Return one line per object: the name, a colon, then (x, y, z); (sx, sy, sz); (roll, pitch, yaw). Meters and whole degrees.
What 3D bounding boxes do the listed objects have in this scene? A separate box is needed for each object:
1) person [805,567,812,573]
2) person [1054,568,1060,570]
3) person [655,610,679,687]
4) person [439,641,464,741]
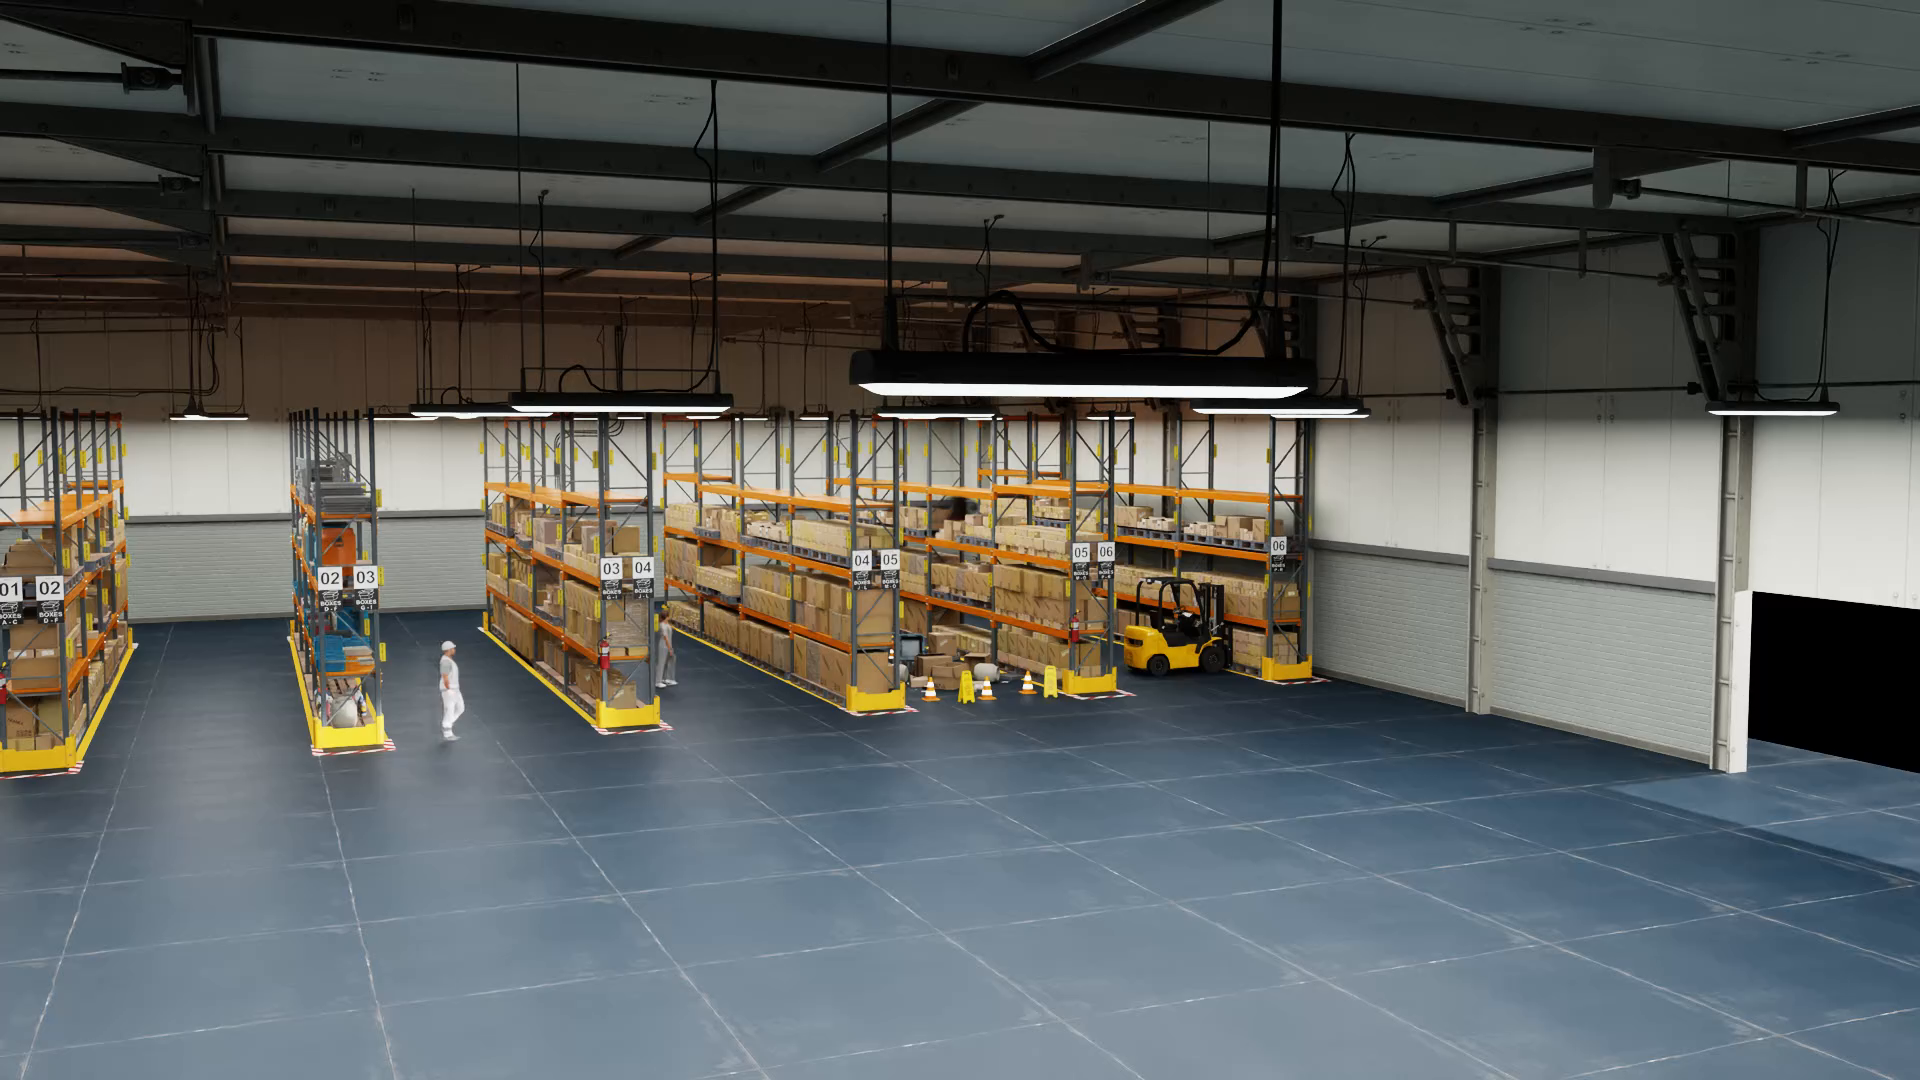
person: (-4.353, 1.546, 48.236); (0.439, 1.607, 0.349); (4, 6, 44)
person: (2.418, 1.607, 43.466); (0.570, 1.778, 0.588); (1, 4, 20)
person: (-6.410, 2.363, 36.215); (0.458, 1.695, 0.597); (0, 4, 1)
person: (-9.259, 2.725, 30.116); (0.443, 1.794, 0.597); (0, 4, 2)
